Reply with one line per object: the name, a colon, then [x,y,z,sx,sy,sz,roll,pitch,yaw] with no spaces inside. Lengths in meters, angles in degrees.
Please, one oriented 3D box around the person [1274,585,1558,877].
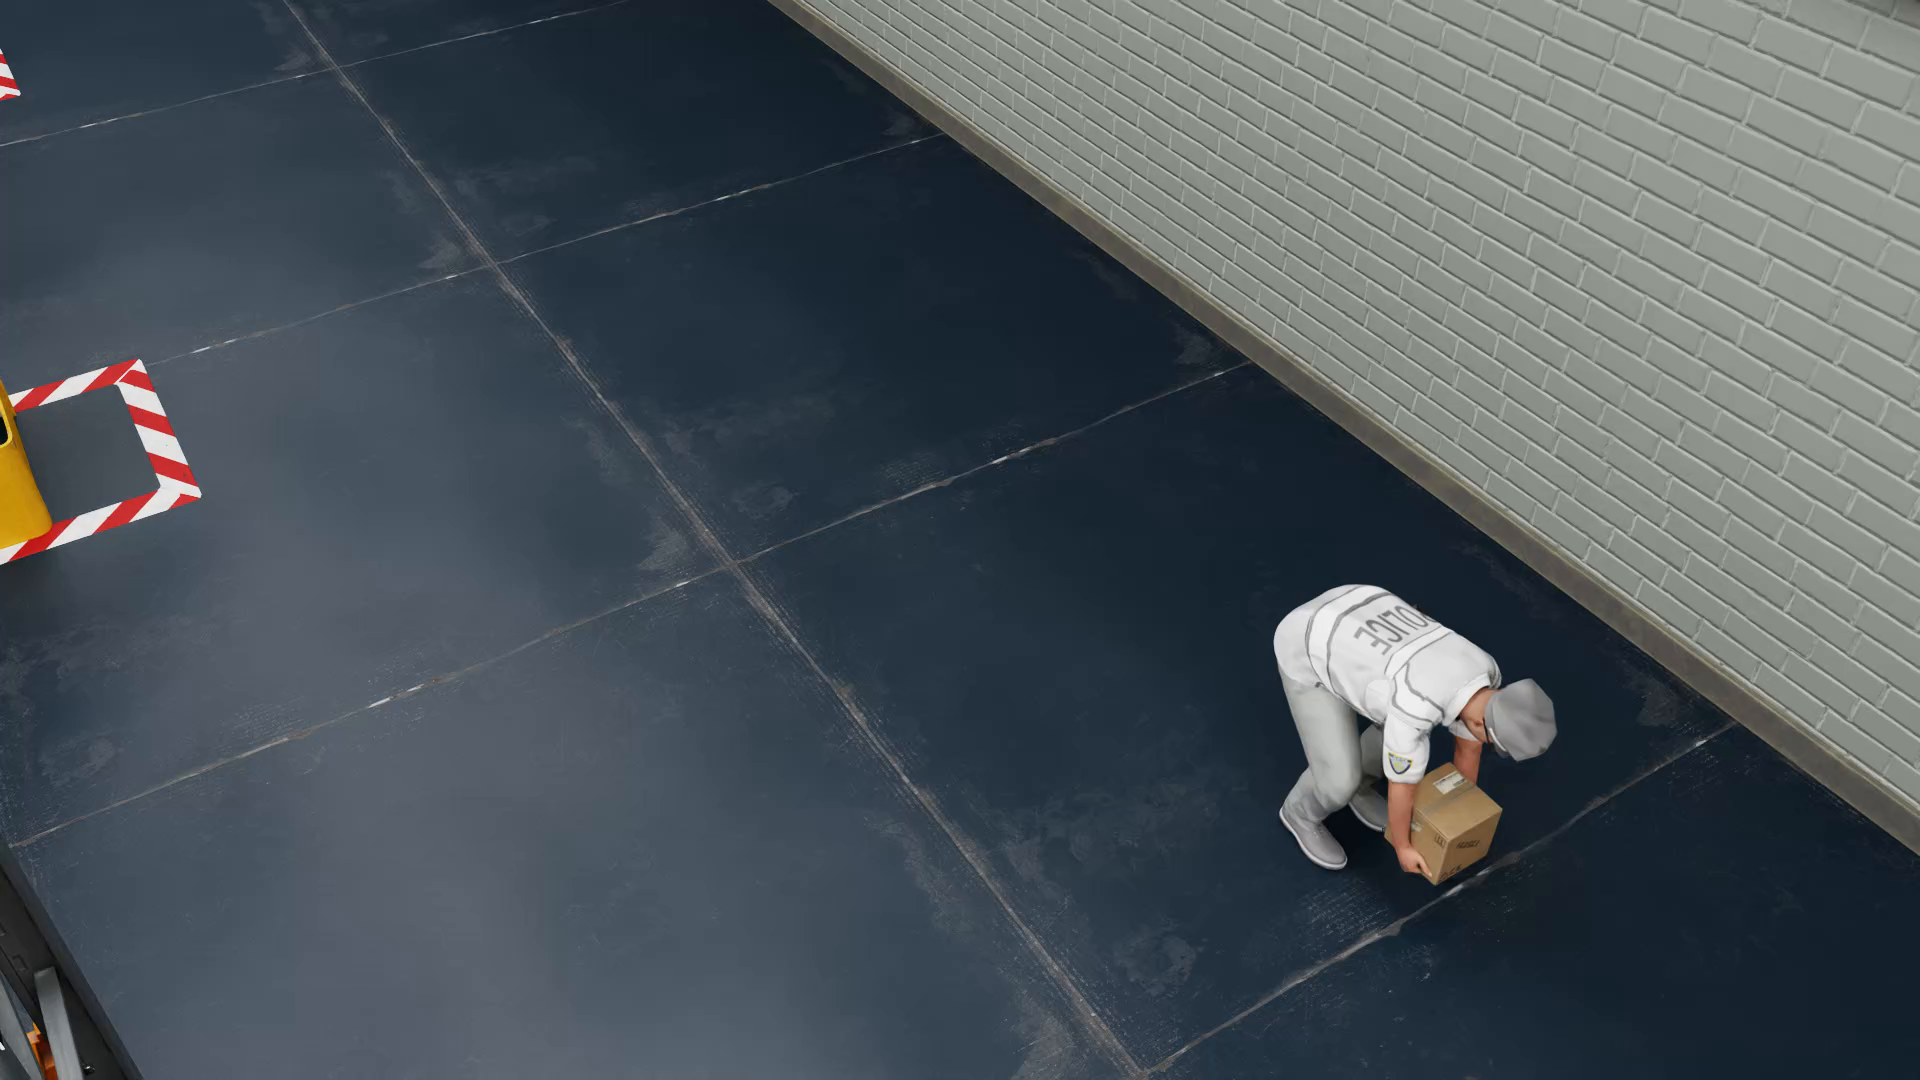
person: [1.512,0.717,5.763,0.516,1.171,1.028,-25,46,-26]
